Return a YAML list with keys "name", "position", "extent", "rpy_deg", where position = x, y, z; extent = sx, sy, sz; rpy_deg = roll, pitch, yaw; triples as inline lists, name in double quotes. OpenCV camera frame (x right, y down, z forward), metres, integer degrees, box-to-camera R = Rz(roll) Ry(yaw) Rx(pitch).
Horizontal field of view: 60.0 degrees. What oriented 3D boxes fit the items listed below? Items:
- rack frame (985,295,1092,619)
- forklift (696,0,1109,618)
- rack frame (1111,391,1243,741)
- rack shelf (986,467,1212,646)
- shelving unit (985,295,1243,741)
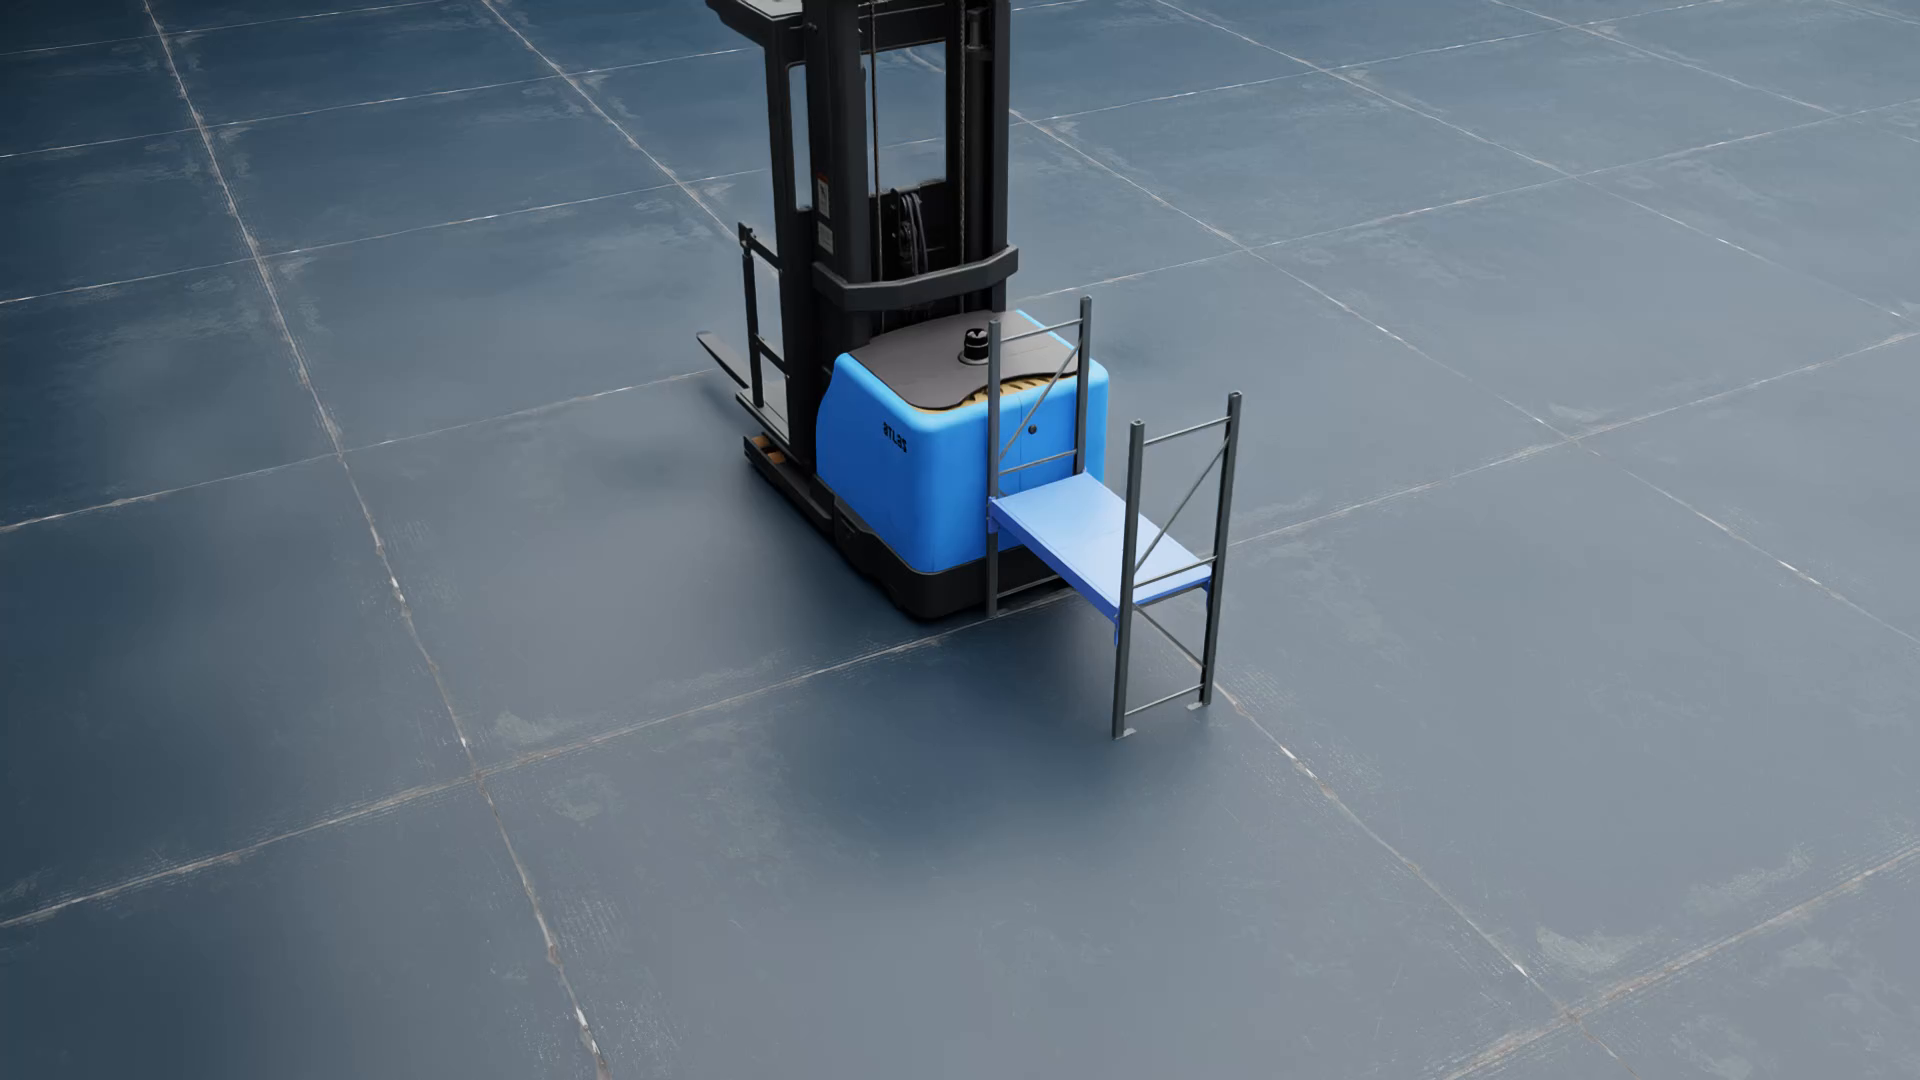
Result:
- name: "rack frame"
  position: [0.341, -0.339, 7.389]
  extent: [0.500, 1.500, 0.032]
  rpy_deg: [-18, 37, -25]
- name: "forklift"
  position: [-0.490, -1.645, 8.101]
  extent: [1.130, 2.935, 3.031]
  rpy_deg: [-18, 37, -25]
- name: "rack frame"
  position: [0.855, 0.134, 6.651]
  extent: [0.500, 1.500, 0.032]
  rpy_deg: [-18, 37, -25]
- name: "rack shelf"
  position: [0.598, 0.049, 7.117]
  extent: [0.538, 0.185, 1.000]
  rpy_deg: [-18, 37, -25]
- name: "shelving unit"
  position: [0.598, -0.103, 7.020]
  extent: [0.538, 1.500, 1.048]
  rpy_deg: [-18, 37, -25]
